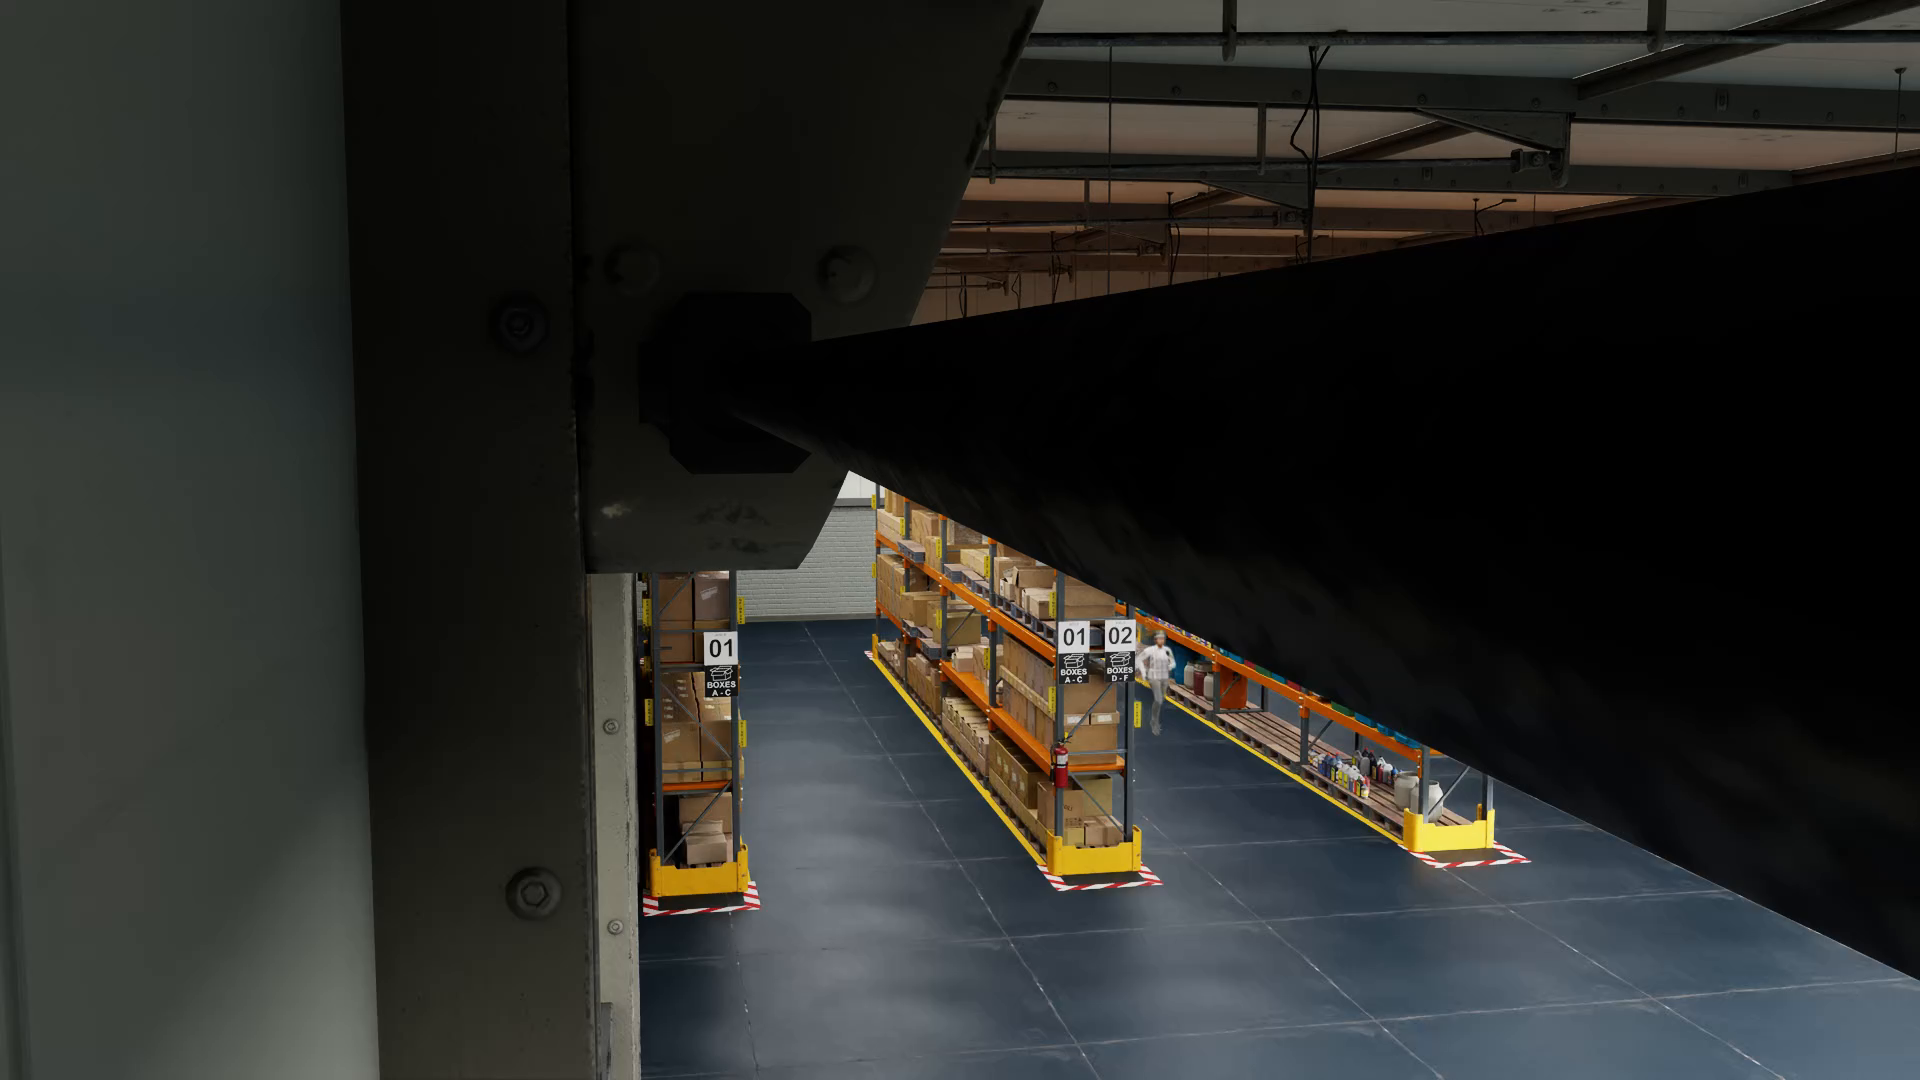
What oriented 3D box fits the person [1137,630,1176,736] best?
[{"bbox_3d":[3.325,2.374,27.727,0.580,1.765,0.670,-2,6,-21],"label":"person"}]
